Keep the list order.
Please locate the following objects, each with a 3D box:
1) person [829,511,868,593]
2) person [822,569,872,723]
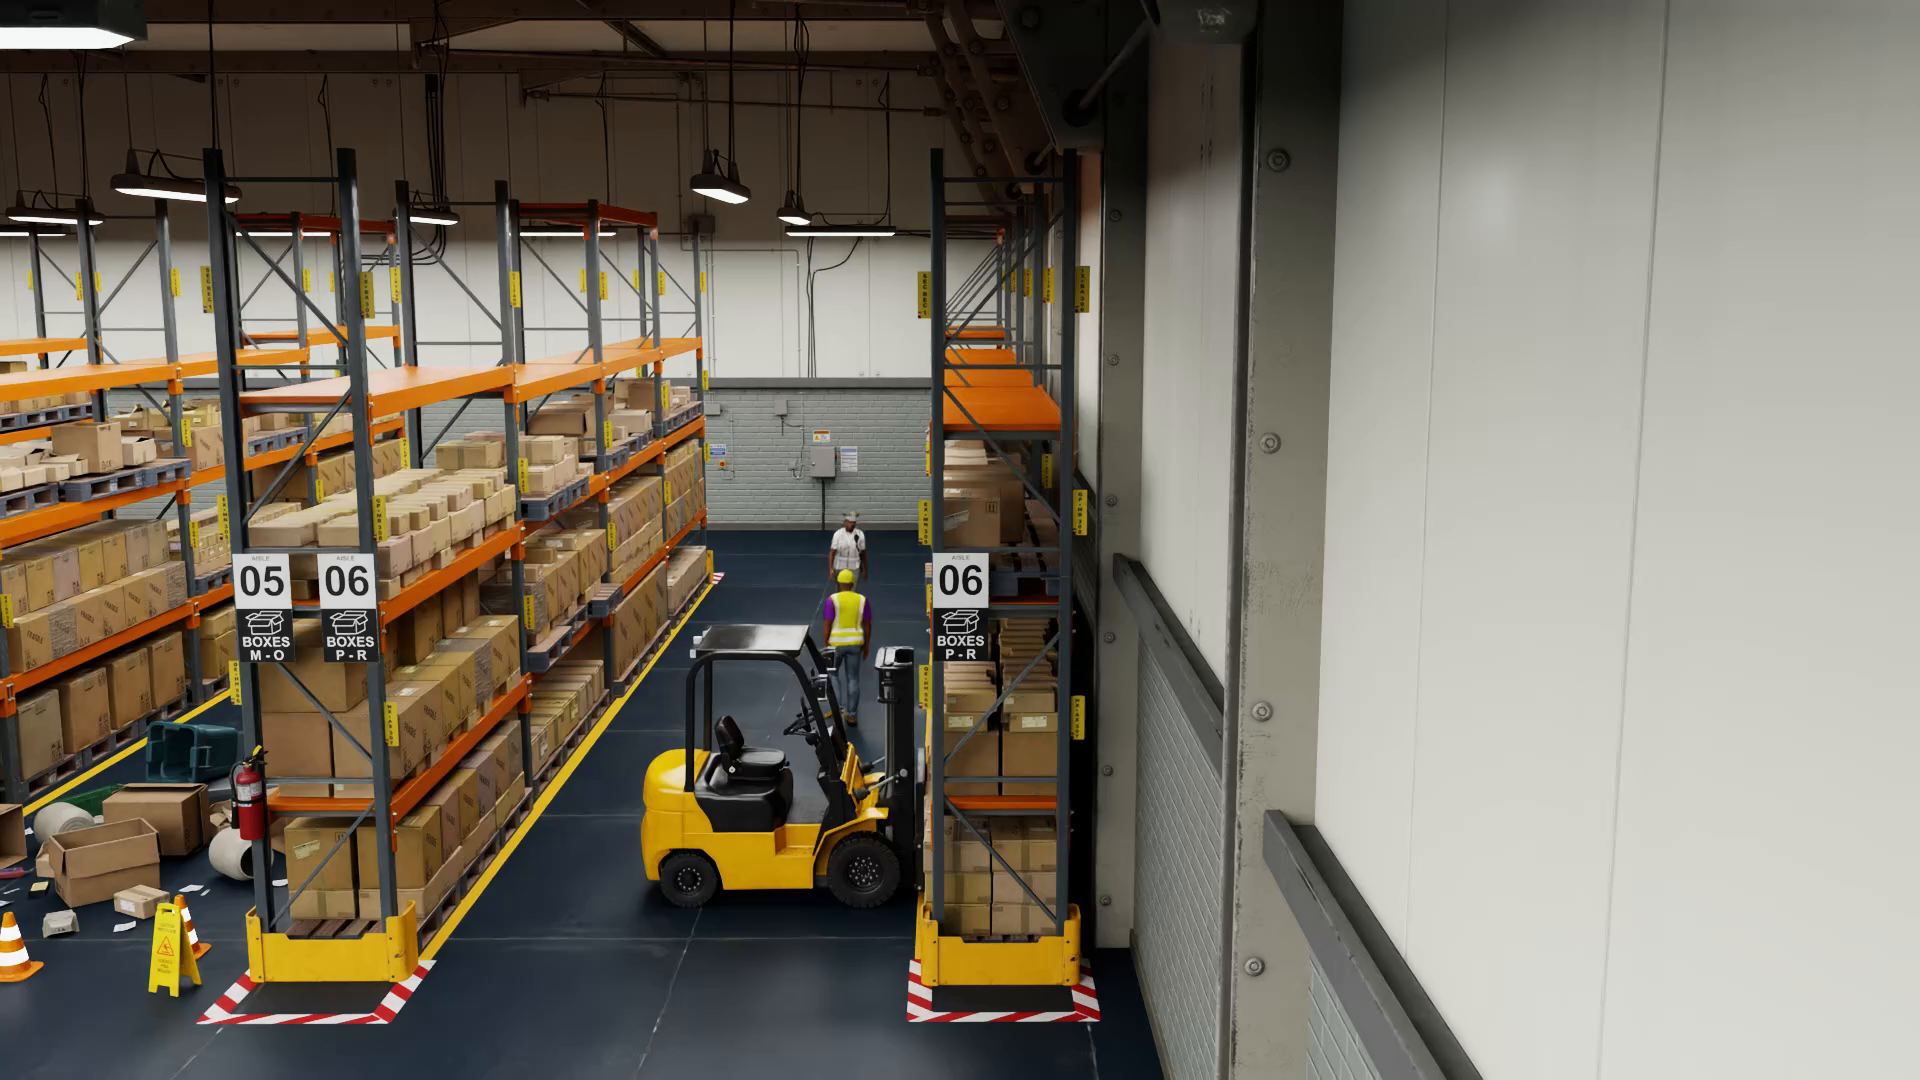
[{"bbox_3d":[-1.530,0.426,22.805,0.538,1.668,0.750,-1,9,-5],"label":"person"},{"bbox_3d":[-1.315,1.242,19.269,0.619,1.781,0.562,-3,10,-18],"label":"person"}]
